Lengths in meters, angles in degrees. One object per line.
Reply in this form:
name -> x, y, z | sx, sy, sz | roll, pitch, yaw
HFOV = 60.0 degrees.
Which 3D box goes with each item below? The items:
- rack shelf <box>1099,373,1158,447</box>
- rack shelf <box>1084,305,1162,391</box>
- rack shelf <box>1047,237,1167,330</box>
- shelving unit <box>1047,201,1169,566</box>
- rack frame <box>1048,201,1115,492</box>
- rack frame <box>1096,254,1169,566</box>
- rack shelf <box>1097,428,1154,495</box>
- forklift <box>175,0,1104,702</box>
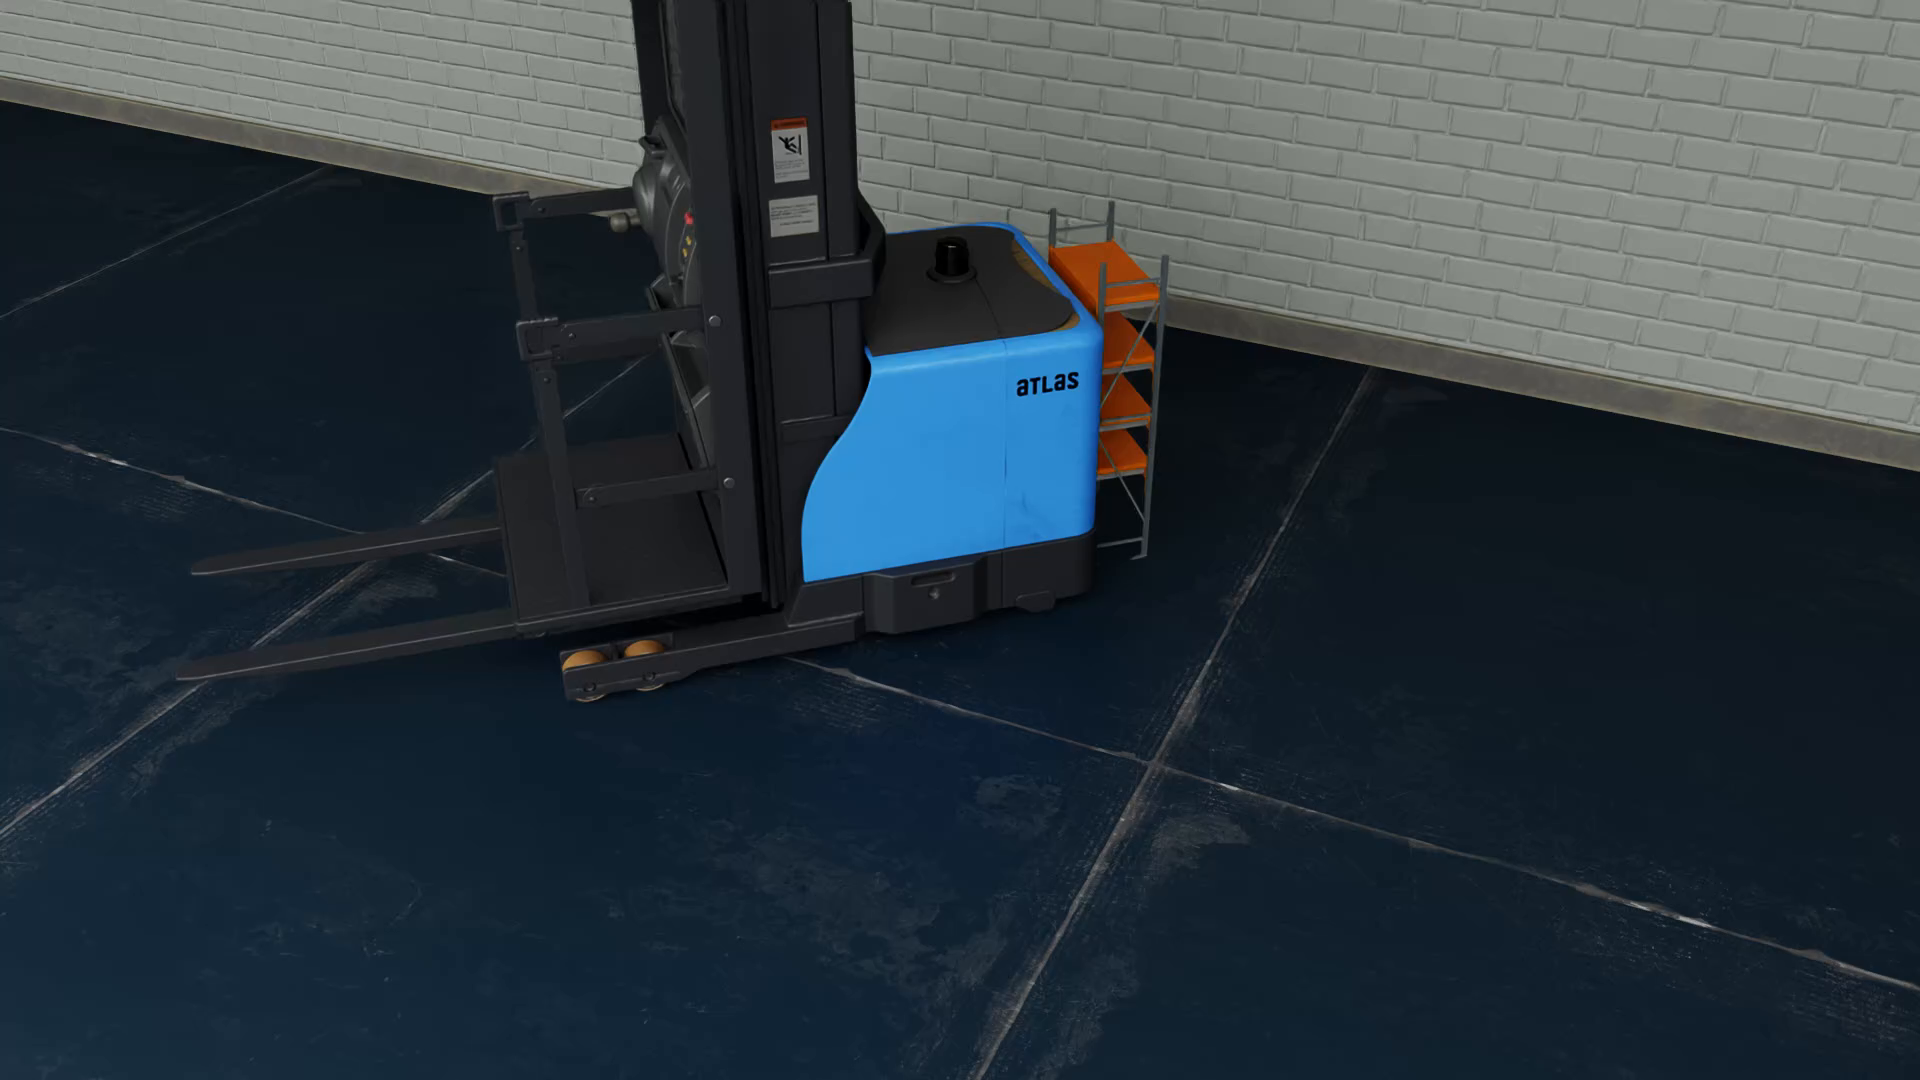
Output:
rack shelf -> 0.504, -0.494, 6.032 | 0.258, 0.148, 0.480 | -9, 34, -14
rack shelf -> 0.504, -0.681, 5.909 | 0.258, 0.148, 0.480 | -9, 34, -14
rack shelf -> 0.504, -0.879, 5.780 | 0.258, 0.148, 0.480 | -9, 34, -14
shelving unit -> 0.504, -0.550, 5.995 | 0.258, 1.200, 0.503 | -9, 34, -14
rack frame -> 0.432, -0.678, 6.190 | 0.240, 1.200, 0.015 | -9, 34, -14
rack frame -> 0.575, -0.422, 5.800 | 0.240, 1.200, 0.015 | -9, 34, -14
rack shelf -> 0.504, -0.328, 6.141 | 0.258, 0.148, 0.480 | -9, 34, -14
forklift -> -1.094, -1.021, 5.134 | 3.031, 2.935, 1.130 | -9, 34, -14
